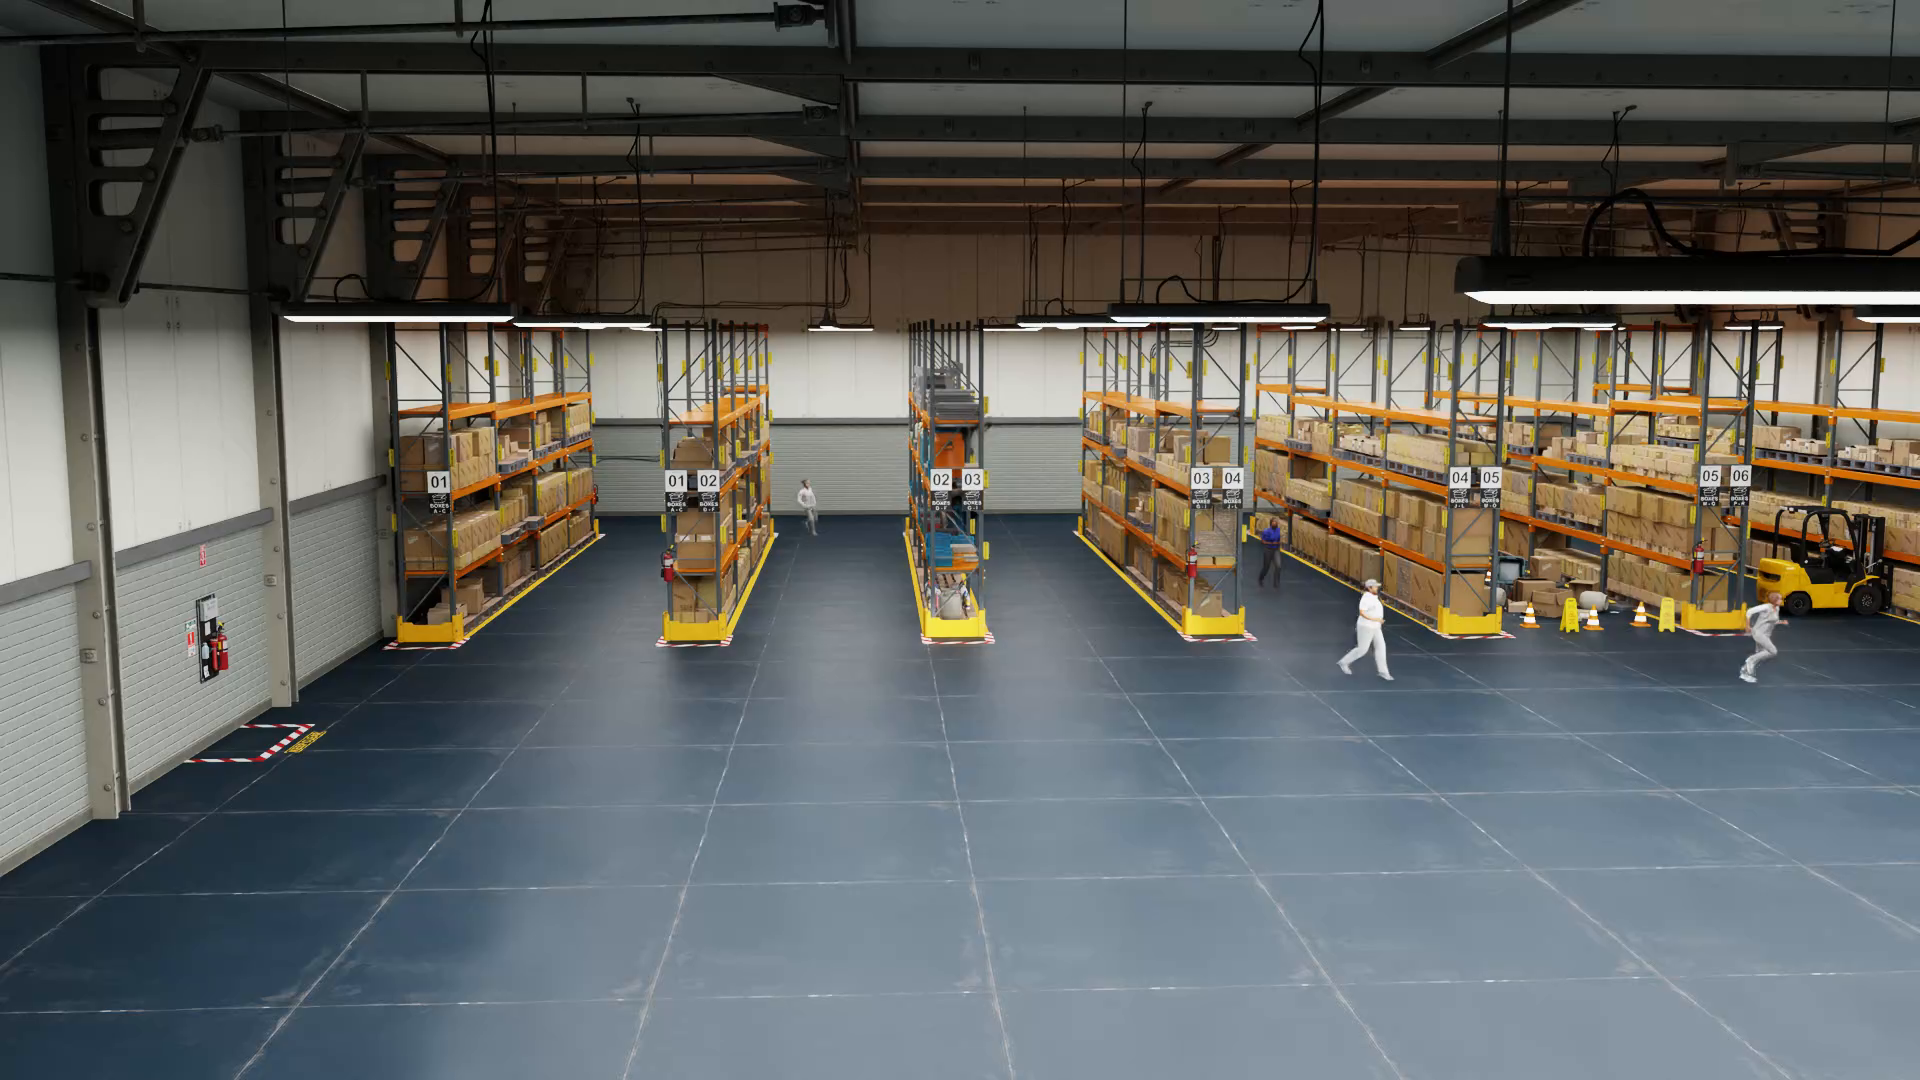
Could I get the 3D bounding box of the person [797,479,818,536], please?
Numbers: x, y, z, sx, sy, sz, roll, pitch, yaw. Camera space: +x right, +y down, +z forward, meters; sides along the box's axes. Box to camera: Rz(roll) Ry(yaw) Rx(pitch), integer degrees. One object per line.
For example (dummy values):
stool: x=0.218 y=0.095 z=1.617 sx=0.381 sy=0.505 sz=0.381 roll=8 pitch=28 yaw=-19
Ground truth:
person: x=-4.364 y=-0.945 z=47.490 sx=0.621 sy=1.641 sz=0.621 roll=-6 pitch=9 yaw=-38

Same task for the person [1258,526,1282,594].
person: x=6.940 y=0.416 z=37.229 sx=0.552 sy=1.504 sz=0.916 roll=-3 pitch=8 yaw=-21

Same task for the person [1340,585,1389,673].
person: x=6.792 y=1.439 z=27.735 sx=0.790 sy=1.553 sz=0.645 roll=5 pitch=9 yaw=34

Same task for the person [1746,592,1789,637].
person: x=13.284 y=1.226 z=27.274 sx=0.524 sy=0.769 sz=0.600 roll=-7 pitch=10 yaw=-43
